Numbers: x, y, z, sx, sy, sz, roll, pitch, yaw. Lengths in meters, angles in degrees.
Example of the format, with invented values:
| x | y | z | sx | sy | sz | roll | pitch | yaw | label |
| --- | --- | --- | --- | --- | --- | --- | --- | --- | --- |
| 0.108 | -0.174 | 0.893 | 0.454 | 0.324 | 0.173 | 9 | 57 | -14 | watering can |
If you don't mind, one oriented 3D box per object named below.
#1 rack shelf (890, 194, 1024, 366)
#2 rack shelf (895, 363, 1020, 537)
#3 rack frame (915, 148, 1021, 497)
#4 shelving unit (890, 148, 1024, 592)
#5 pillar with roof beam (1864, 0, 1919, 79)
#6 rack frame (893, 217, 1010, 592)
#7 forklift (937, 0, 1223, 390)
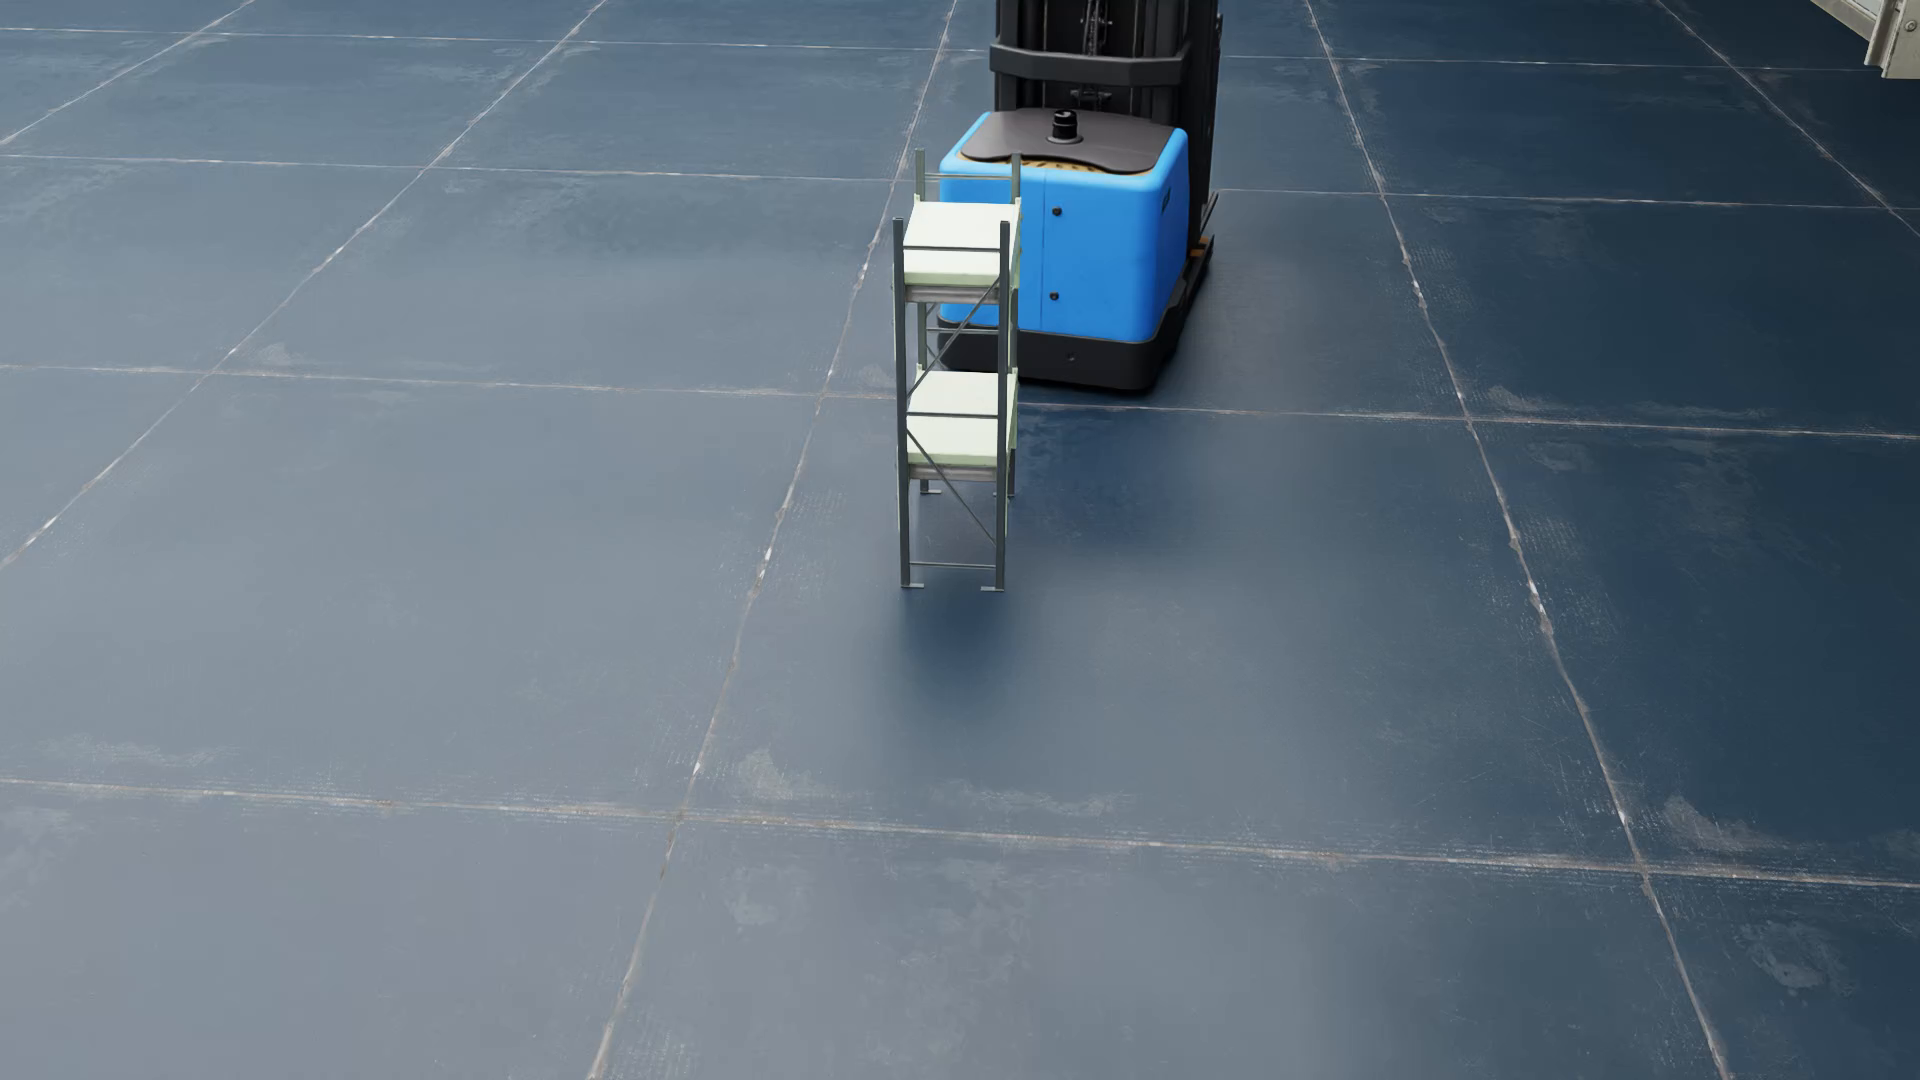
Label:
| x | y | z | sx | sy | sz | roll | pitch | yaw | label |
| --- | --- | --- | --- | --- | --- | --- | --- | --- | --- |
| 0.001 | -0.974 | 6.157 | 0.431 | 0.370 | 0.720 | 2 | 32 | 4 | rack shelf |
| 0.001 | -0.364 | 6.533 | 0.431 | 0.370 | 0.720 | 2 | 32 | 4 | rack shelf |
| 0.030 | -0.833 | 6.673 | 0.400 | 1.500 | 0.023 | 2 | 32 | 4 | rack frame |
| 0.001 | -0.642 | 6.362 | 0.431 | 1.500 | 0.755 | 2 | 32 | 4 | shelving unit |
| 2.709 | -7.526 | 10.385 | 9.100 | 9.000 | 0.400 | 2 | 32 | 4 | pillar with roof beam |
| -0.029 | -0.451 | 6.052 | 0.400 | 1.500 | 0.023 | 2 | 32 | 4 | rack frame |
| 0.780 | -2.712 | 8.356 | 1.130 | 2.935 | 3.031 | 8 | 33 | 13 | forklift |
